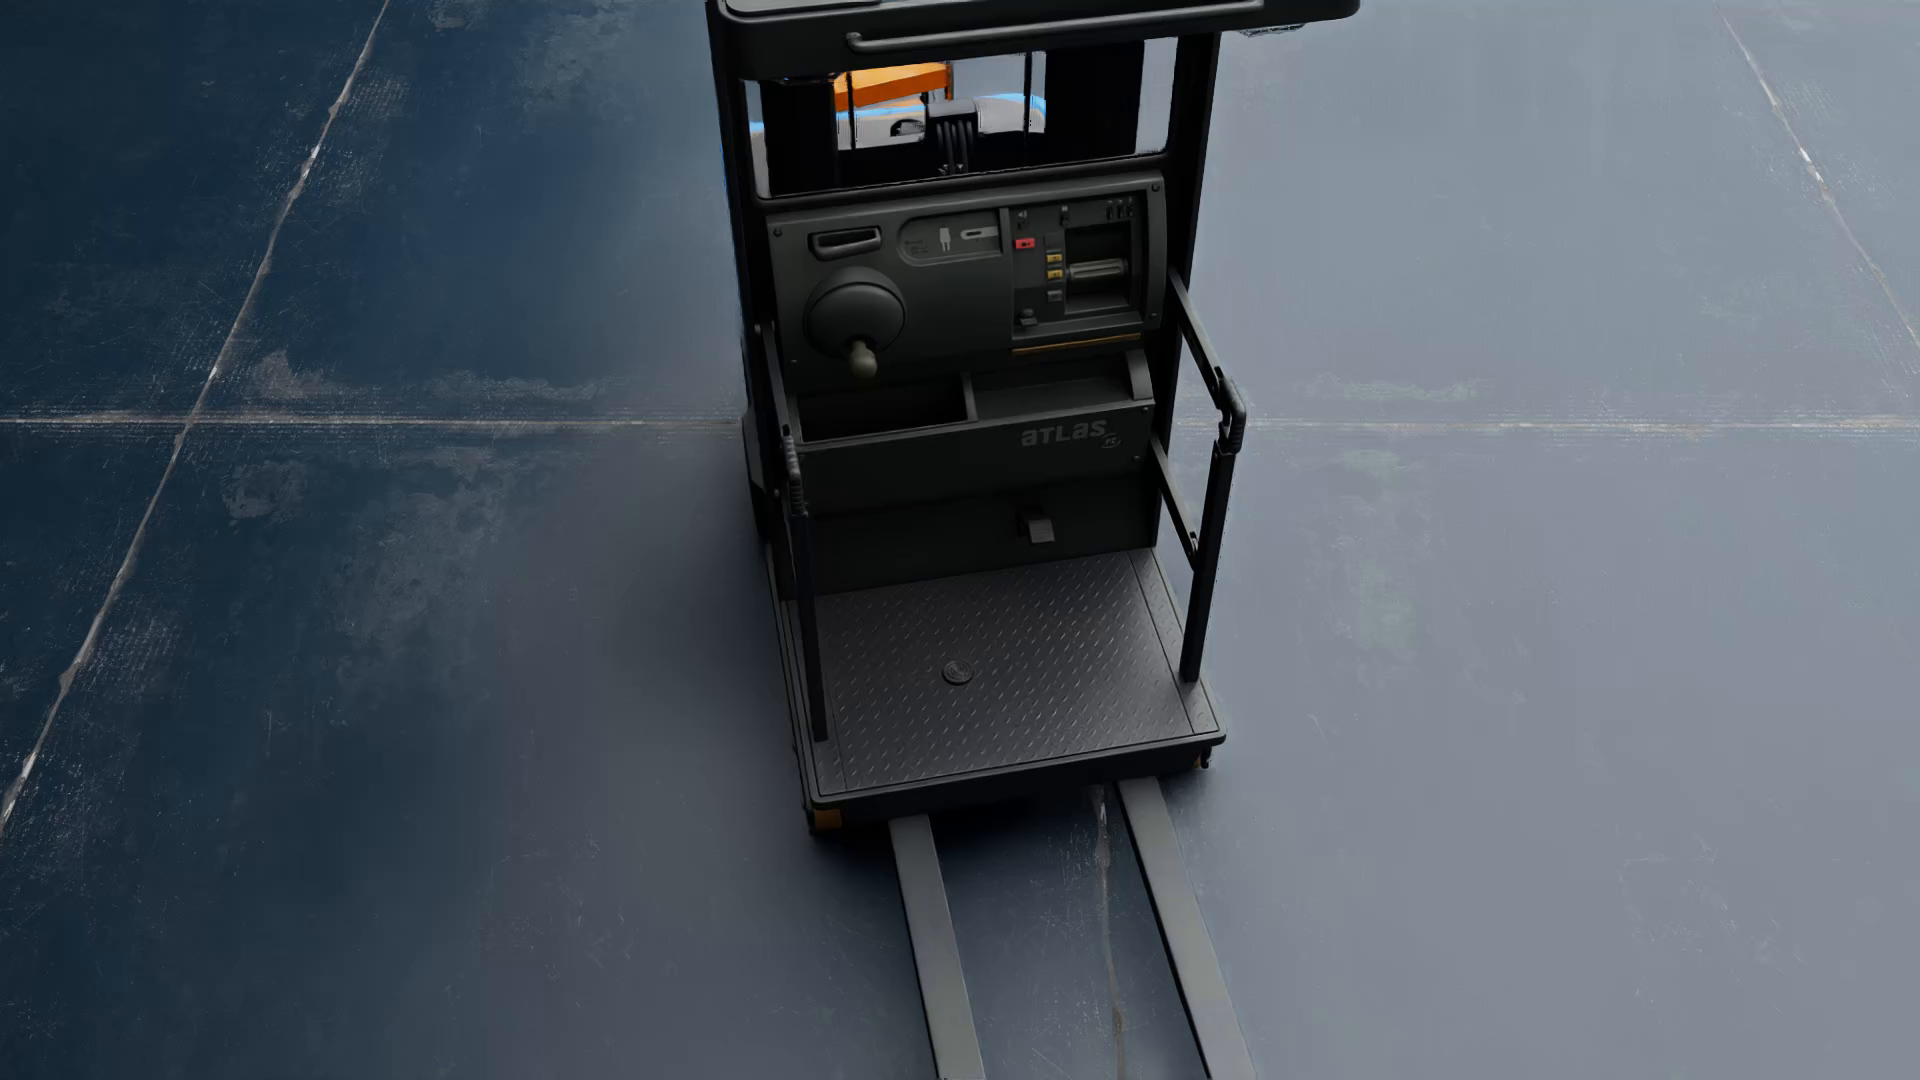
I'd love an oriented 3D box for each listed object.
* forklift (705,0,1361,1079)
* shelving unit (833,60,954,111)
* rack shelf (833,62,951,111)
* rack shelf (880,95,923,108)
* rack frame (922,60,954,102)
[{"bbox_3d":[0.071,-0.515,3.727,1.130,2.935,3.031,-8,48,-8],"label":"forklift"},{"bbox_3d":[-0.294,-1.159,5.504,0.503,1.200,0.258,-17,48,-15],"label":"shelving unit"},{"bbox_3d":[-0.299,-1.435,5.224,0.480,0.148,0.258,-17,48,-15],"label":"rack shelf"},{"bbox_3d":[-0.296,-1.269,5.392,0.480,0.148,0.258,-17,48,-15],"label":"rack shelf"},{"bbox_3d":[-0.069,-1.229,5.568,0.015,1.200,0.240,-17,48,-15],"label":"rack frame"}]
